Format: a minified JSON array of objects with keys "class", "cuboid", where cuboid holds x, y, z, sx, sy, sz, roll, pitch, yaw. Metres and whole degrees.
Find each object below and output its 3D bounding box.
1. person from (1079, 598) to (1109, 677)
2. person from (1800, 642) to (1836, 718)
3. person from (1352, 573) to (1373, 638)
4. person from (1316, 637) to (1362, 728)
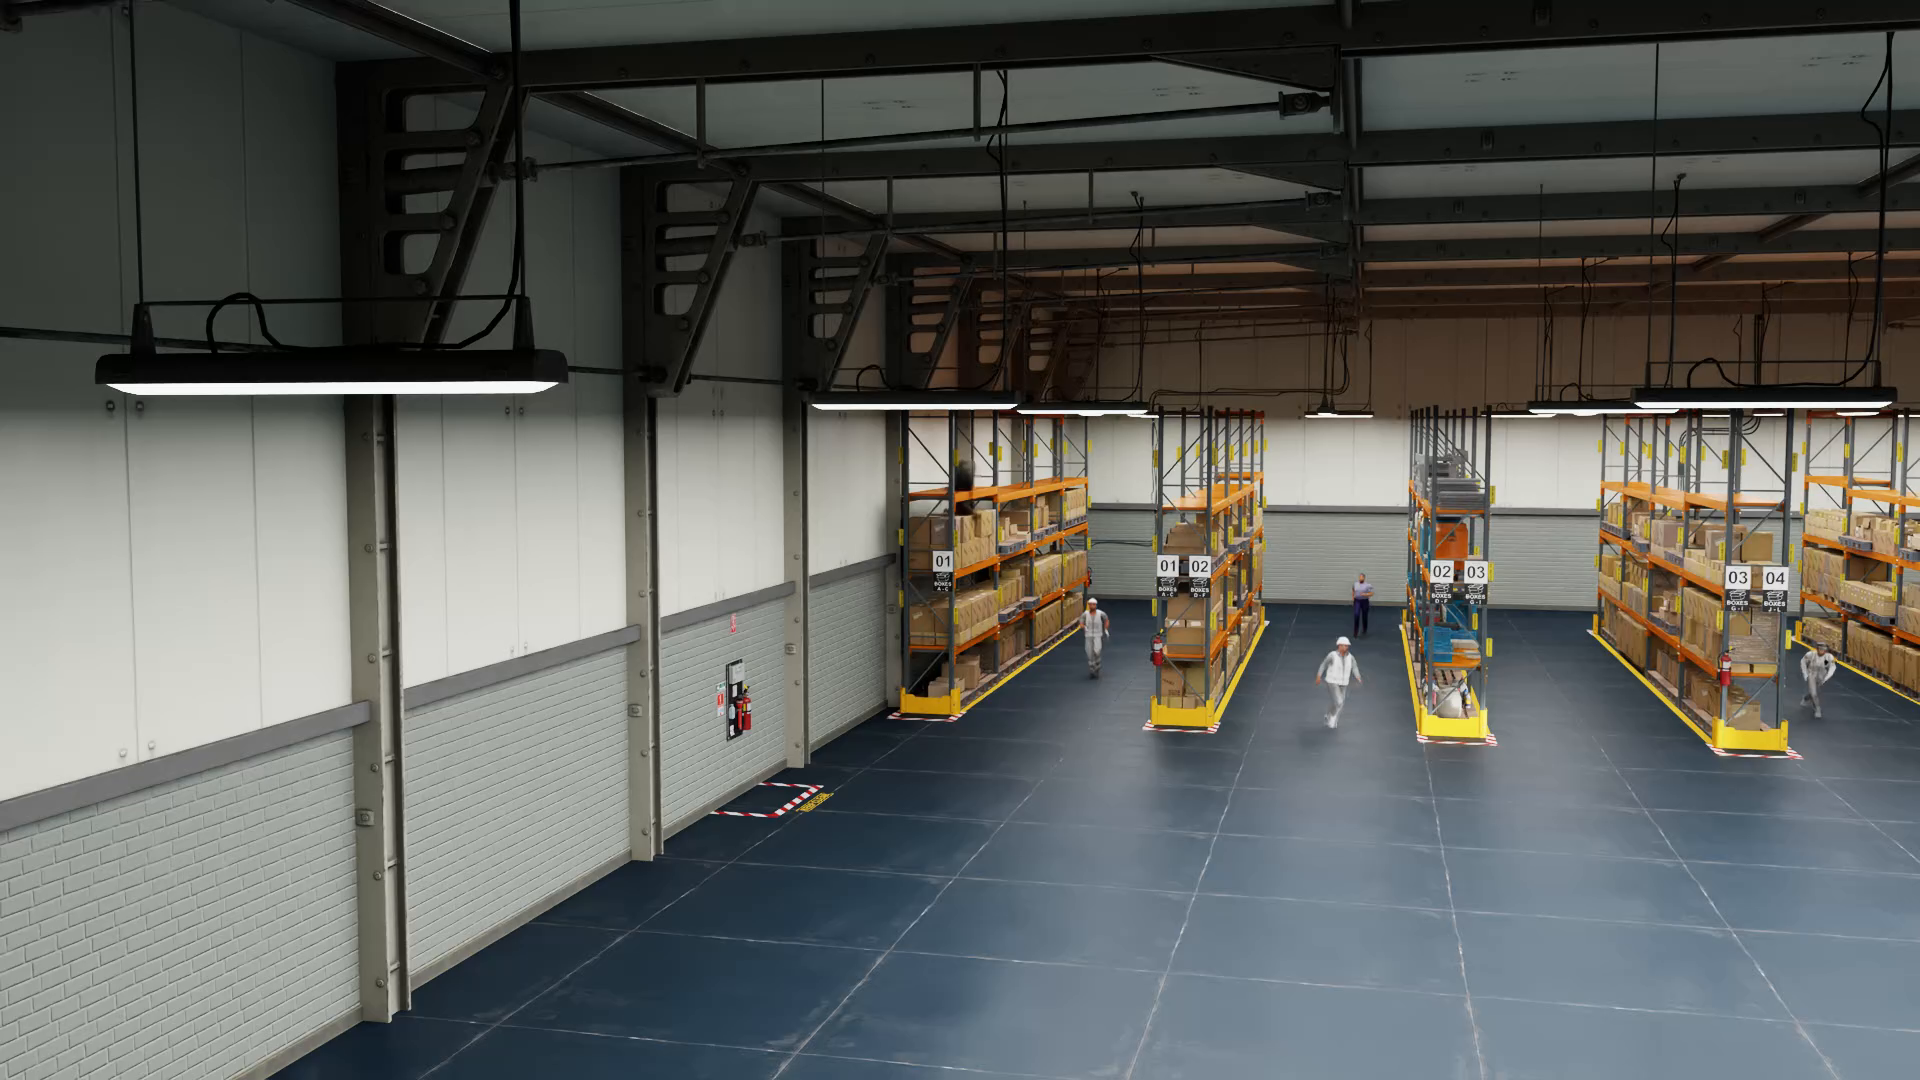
[{"class":"person","cuboid":[2.980,2.175,37.025,0.650,1.766,0.772,1,4,10]},{"class":"person","cuboid":[16.618,2.674,32.275,0.607,1.483,1.018,1,4,15]},{"class":"person","cuboid":[10.673,1.731,44.135,0.583,1.672,0.808,1,4,17]},{"class":"person","cuboid":[7.051,2.638,30.771,0.615,1.722,0.829,-2,4,-24]}]
